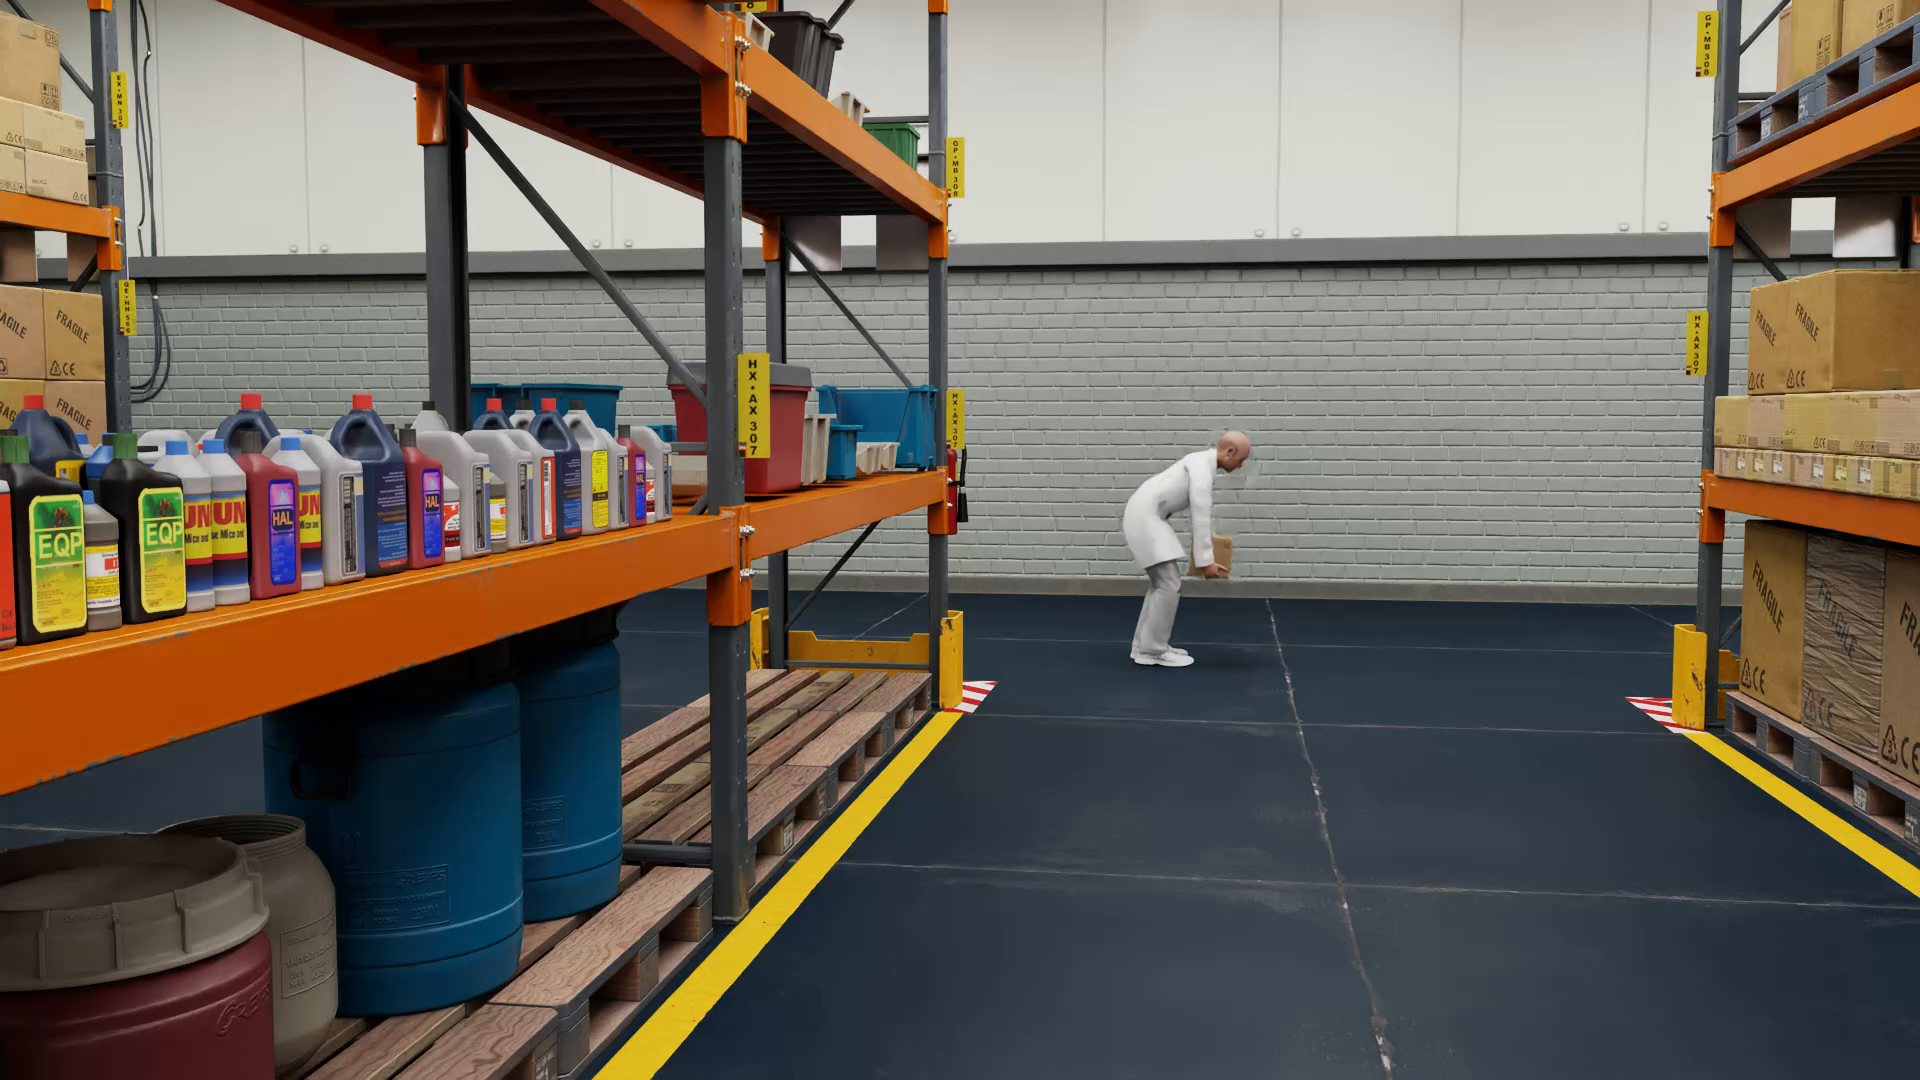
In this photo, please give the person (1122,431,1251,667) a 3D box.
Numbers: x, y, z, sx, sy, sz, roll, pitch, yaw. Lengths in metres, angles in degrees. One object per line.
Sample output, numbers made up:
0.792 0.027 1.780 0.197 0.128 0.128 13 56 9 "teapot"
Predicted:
1.454 0.052 10.719 0.815 1.507 0.546 1 4 7 "person"
